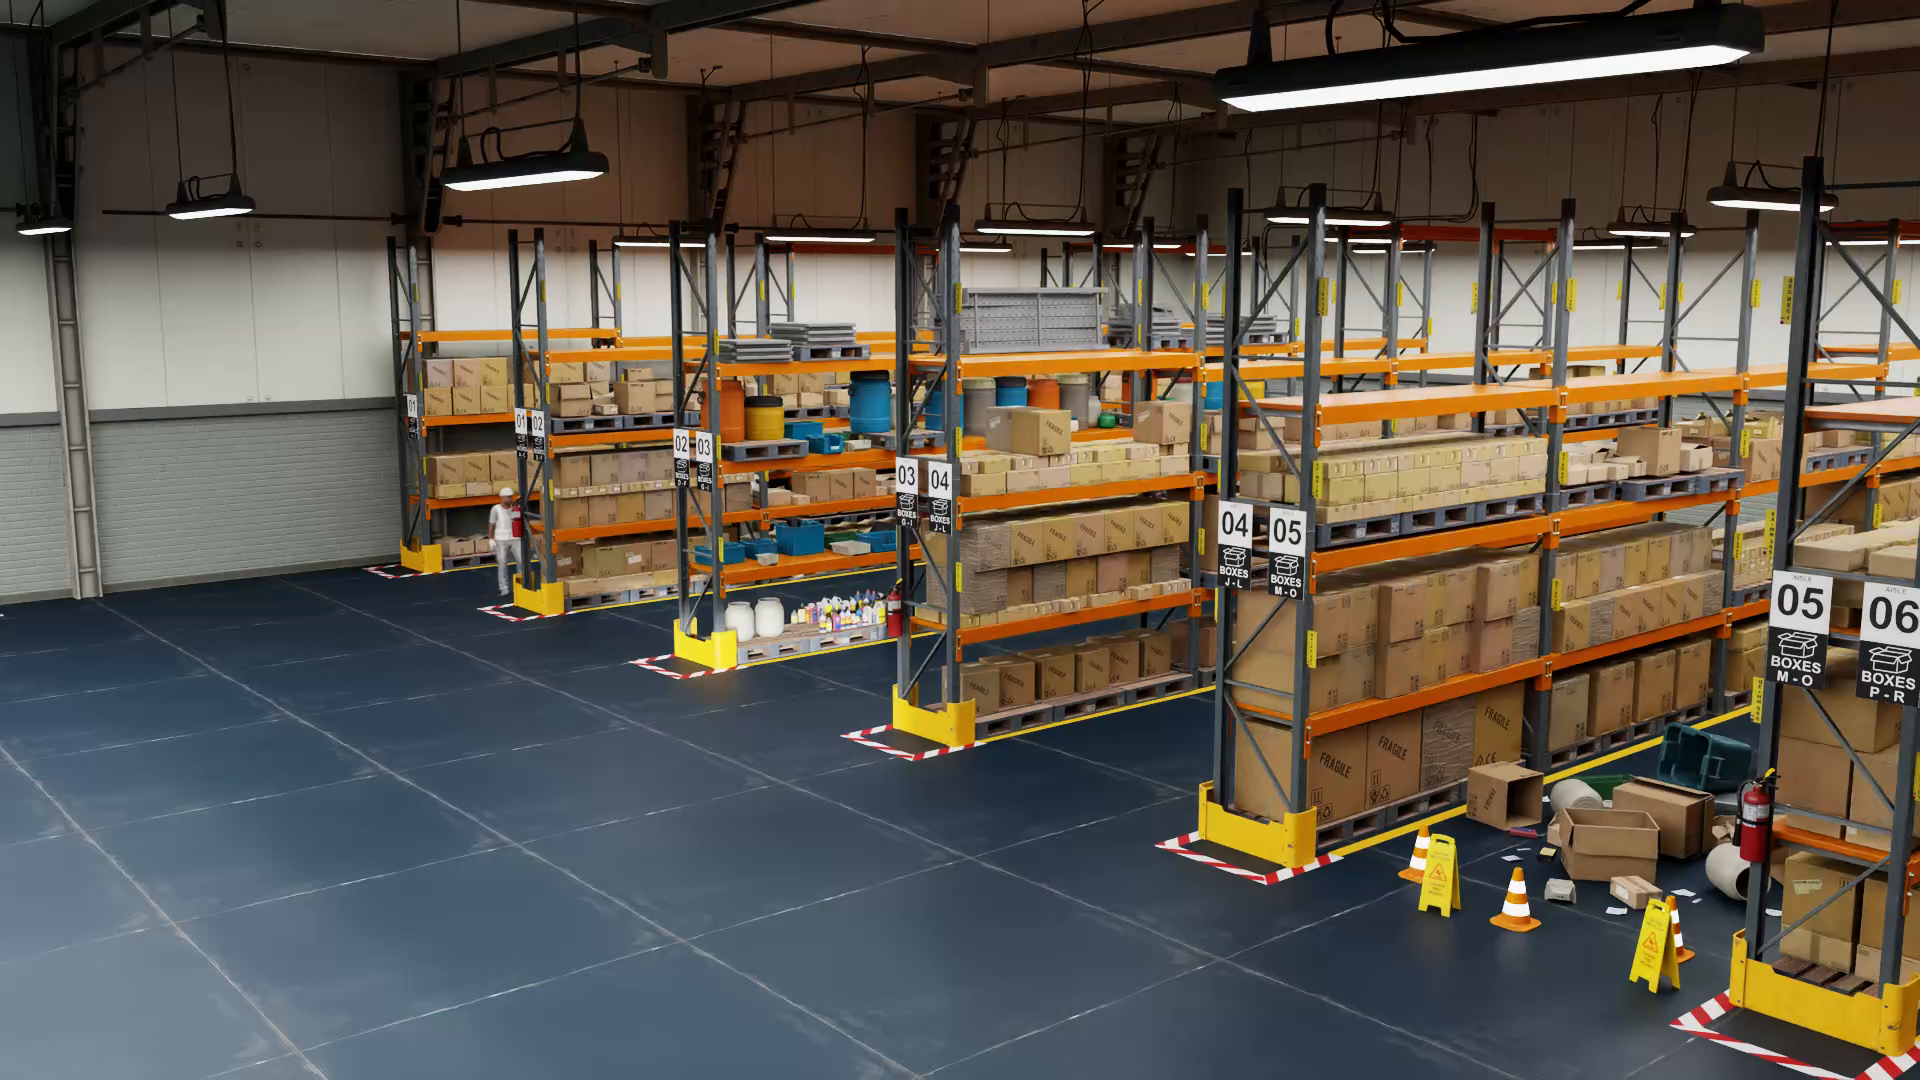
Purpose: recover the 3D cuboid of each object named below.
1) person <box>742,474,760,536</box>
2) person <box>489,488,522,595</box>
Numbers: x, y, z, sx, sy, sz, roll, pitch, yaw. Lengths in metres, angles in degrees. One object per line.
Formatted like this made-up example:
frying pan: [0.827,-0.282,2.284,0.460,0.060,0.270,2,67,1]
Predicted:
person: [-4.049,-0.636,32.075,0.512,1.767,0.552,7,11,38]
person: [-7.579,0.015,27.879,0.618,1.794,0.489,-4,9,-22]
